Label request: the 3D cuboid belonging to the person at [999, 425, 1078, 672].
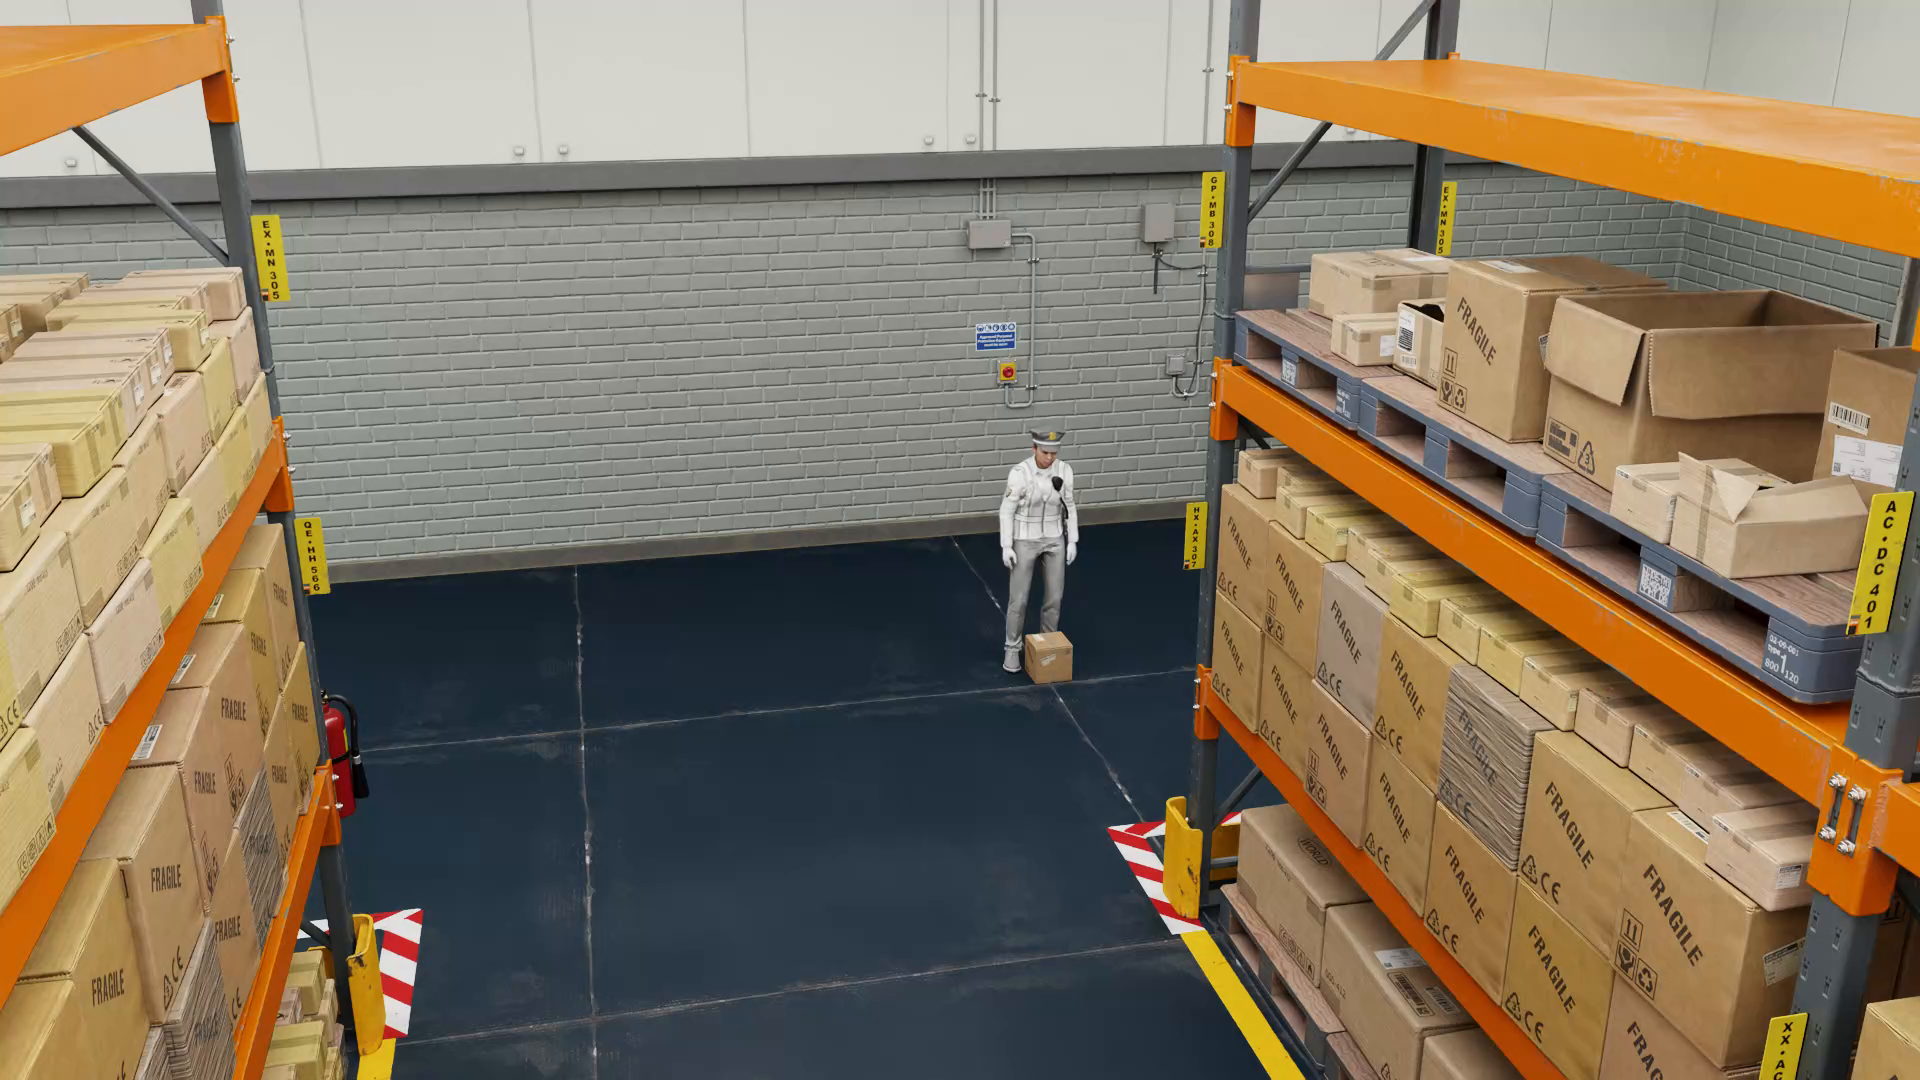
[{"bbox_3d":[0.523,0.036,10.965,0.531,1.663,0.377,-5,20,-13],"label":"person"}]
